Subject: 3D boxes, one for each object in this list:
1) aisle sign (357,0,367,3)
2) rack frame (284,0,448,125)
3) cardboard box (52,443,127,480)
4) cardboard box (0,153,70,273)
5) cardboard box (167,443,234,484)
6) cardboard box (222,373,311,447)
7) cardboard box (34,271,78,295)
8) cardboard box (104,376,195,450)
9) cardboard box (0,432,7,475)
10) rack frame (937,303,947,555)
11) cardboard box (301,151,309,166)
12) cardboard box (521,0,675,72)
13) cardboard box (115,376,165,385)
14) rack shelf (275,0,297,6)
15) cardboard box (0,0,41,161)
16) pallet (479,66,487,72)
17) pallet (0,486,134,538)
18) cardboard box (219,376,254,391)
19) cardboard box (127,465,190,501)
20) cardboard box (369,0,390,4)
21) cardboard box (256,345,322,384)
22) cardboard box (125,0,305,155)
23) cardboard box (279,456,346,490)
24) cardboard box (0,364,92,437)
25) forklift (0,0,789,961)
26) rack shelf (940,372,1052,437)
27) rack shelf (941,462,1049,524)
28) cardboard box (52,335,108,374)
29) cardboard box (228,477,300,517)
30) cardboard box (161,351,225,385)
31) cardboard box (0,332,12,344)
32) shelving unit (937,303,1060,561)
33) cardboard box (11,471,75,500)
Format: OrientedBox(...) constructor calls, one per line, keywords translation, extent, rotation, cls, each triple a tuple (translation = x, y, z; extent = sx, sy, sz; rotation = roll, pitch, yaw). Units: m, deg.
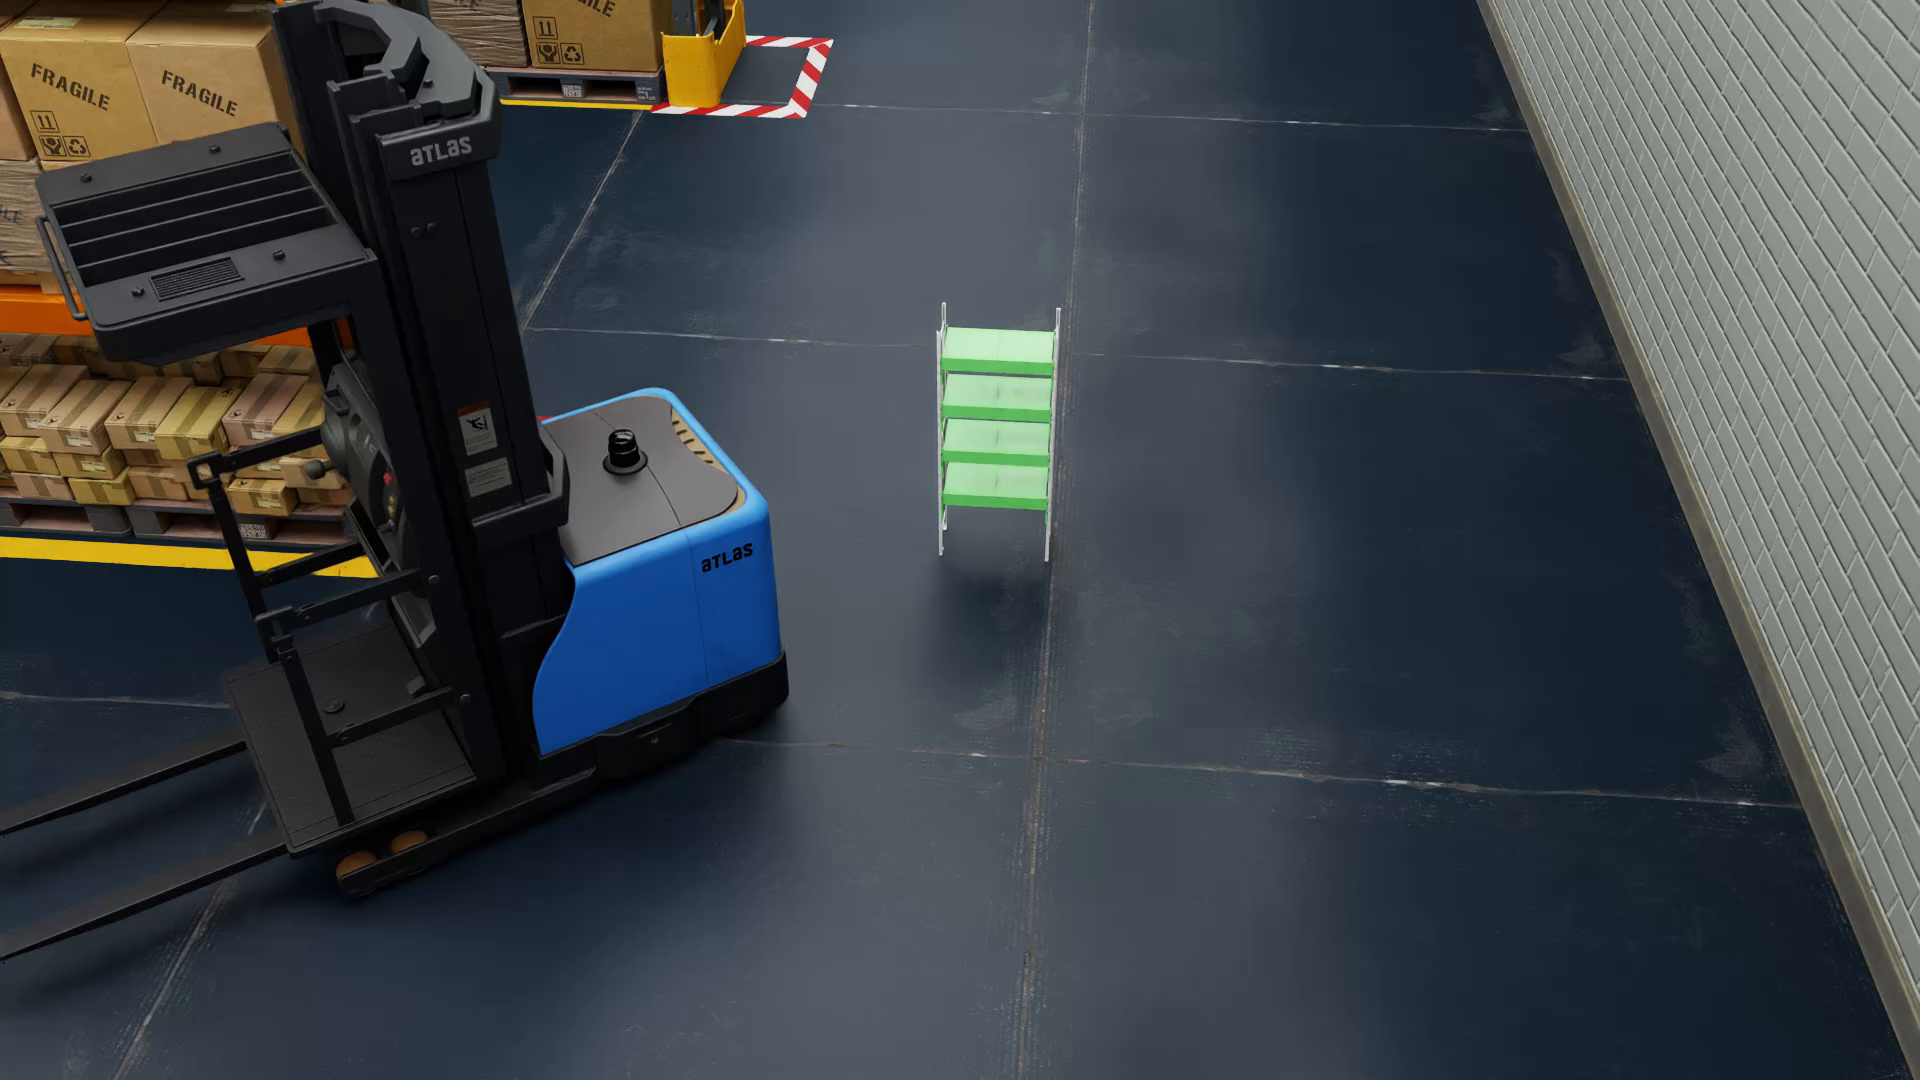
OrientedBox(translation=(-2.292, -2.197, 6.013), extent=(0.004, 0.787, 0.394), rotation=(3, 39, 4), cls="aisle sign")
OrientedBox(translation=(-2.339, -1.381, 7.071), extent=(0.127, 3.000, 1.000), rotation=(3, 39, 4), cls="rack frame")
OrientedBox(translation=(-3.924, -0.450, 7.617), extent=(0.250, 0.149, 0.380), rotation=(4, 39, 5), cls="cardboard box")
OrientedBox(translation=(-3.827, -1.451, 6.841), extent=(0.500, 0.500, 0.500), rotation=(3, 39, 4), cls="cardboard box")
OrientedBox(translation=(-3.407, -0.430, 7.592), extent=(0.250, 0.149, 0.380), rotation=(2, 39, 2), cls="cardboard box")
OrientedBox(translation=(-3.133, -0.588, 7.551), extent=(0.250, 0.149, 0.380), rotation=(4, 39, 5), cls="cardboard box")
OrientedBox(translation=(-3.700, -1.197, 7.044), extent=(0.250, 0.149, 0.380), rotation=(2, 39, 2), cls="cardboard box")
OrientedBox(translation=(-3.655, -0.577, 7.537), extent=(0.250, 0.149, 0.380), rotation=(2, 39, 2), cls="cardboard box")
OrientedBox(translation=(-4.455, -0.474, 7.646), extent=(0.250, 0.149, 0.380), rotation=(4, 39, 4), cls="cardboard box")
OrientedBox(translation=(-0.078, -0.470, 7.376), extent=(0.015, 1.200, 0.240), rotation=(3, 39, 4), cls="rack frame")
OrientedBox(translation=(-2.809, -1.398, 6.777), extent=(0.500, 0.500, 0.500), rotation=(4, 39, 5), cls="cardboard box")
OrientedBox(translation=(-2.455, -3.818, 11.416), extent=(0.875, 0.875, 0.875), rotation=(3, 39, 4), cls="cardboard box")
OrientedBox(translation=(-3.877, -0.789, 8.033), extent=(0.250, 0.149, 0.380), rotation=(1, 39, 2), cls="cardboard box")
OrientedBox(translation=(-4.331, -2.374, 6.485), extent=(4.000, 0.370, 1.077), rotation=(3, 39, 4), cls="rack shelf")
OrientedBox(translation=(-3.840, -1.842, 6.530), extent=(0.500, 0.500, 0.500), rotation=(5, 39, 6), cls="cardboard box")
OrientedBox(translation=(-3.826, -3.476, 11.853), extent=(1.213, 0.211, 1.003), rotation=(3, 39, 4), cls="pallet")
OrientedBox(translation=(-4.433, -0.438, 8.121), extent=(1.213, 0.211, 1.003), rotation=(3, 39, 4), cls="pallet")
OrientedBox(translation=(-3.358, -0.752, 7.988), extent=(0.250, 0.149, 0.380), rotation=(4, 39, 4), cls="cardboard box")
OrientedBox(translation=(-3.649, -0.360, 7.742), extent=(0.250, 0.149, 0.380), rotation=(4, 39, 4), cls="cardboard box")
OrientedBox(translation=(-4.248, -3.917, 11.536), extent=(0.875, 0.875, 0.875), rotation=(3, 39, 4), cls="cardboard box")
OrientedBox(translation=(-3.116, -0.851, 7.873), extent=(0.250, 0.149, 0.380), rotation=(4, 39, 5), cls="cardboard box")
OrientedBox(translation=(-2.816, -1.792, 6.468), extent=(0.500, 0.500, 0.500), rotation=(2, 39, 3), cls="cardboard box")
OrientedBox(translation=(-2.889, -0.403, 7.559), extent=(0.250, 0.149, 0.380), rotation=(2, 39, 3), cls="cardboard box")
OrientedBox(translation=(-4.180, -0.640, 7.615), extent=(0.250, 0.149, 0.380), rotation=(2, 39, 2), cls="cardboard box")
OrientedBox(translation=(-2.229, -0.206, 5.682), extent=(3.031, 2.935, 1.130), rotation=(-21, 44, -24), cls="forklift")
OrientedBox(translation=(0.165, -0.593, 7.249), extent=(0.480, 0.148, 0.258), rotation=(3, 39, 4), cls="rack shelf")
OrientedBox(translation=(0.165, -0.221, 7.552), extent=(0.480, 0.148, 0.258), rotation=(3, 39, 4), cls="rack shelf")
OrientedBox(translation=(-4.144, -0.971, 8.021), extent=(0.250, 0.149, 0.380), rotation=(4, 39, 5), cls="cardboard box")
OrientedBox(translation=(-3.146, -0.286, 7.651), extent=(0.250, 0.149, 0.380), rotation=(4, 39, 5), cls="cardboard box")
OrientedBox(translation=(-3.611, -0.906, 7.942), extent=(0.250, 0.149, 0.380), rotation=(1, 39, 2), cls="cardboard box")
OrientedBox(translation=(-4.641, -1.007, 8.065), extent=(0.250, 0.149, 0.380), rotation=(2, 39, 2), cls="cardboard box")
OrientedBox(translation=(0.165, -0.456, 7.360), extent=(0.503, 1.200, 0.258), rotation=(3, 39, 4), cls="shelving unit")
OrientedBox(translation=(-4.179, -0.362, 7.744), extent=(0.250, 0.149, 0.380), rotation=(4, 39, 5), cls="cardboard box")
